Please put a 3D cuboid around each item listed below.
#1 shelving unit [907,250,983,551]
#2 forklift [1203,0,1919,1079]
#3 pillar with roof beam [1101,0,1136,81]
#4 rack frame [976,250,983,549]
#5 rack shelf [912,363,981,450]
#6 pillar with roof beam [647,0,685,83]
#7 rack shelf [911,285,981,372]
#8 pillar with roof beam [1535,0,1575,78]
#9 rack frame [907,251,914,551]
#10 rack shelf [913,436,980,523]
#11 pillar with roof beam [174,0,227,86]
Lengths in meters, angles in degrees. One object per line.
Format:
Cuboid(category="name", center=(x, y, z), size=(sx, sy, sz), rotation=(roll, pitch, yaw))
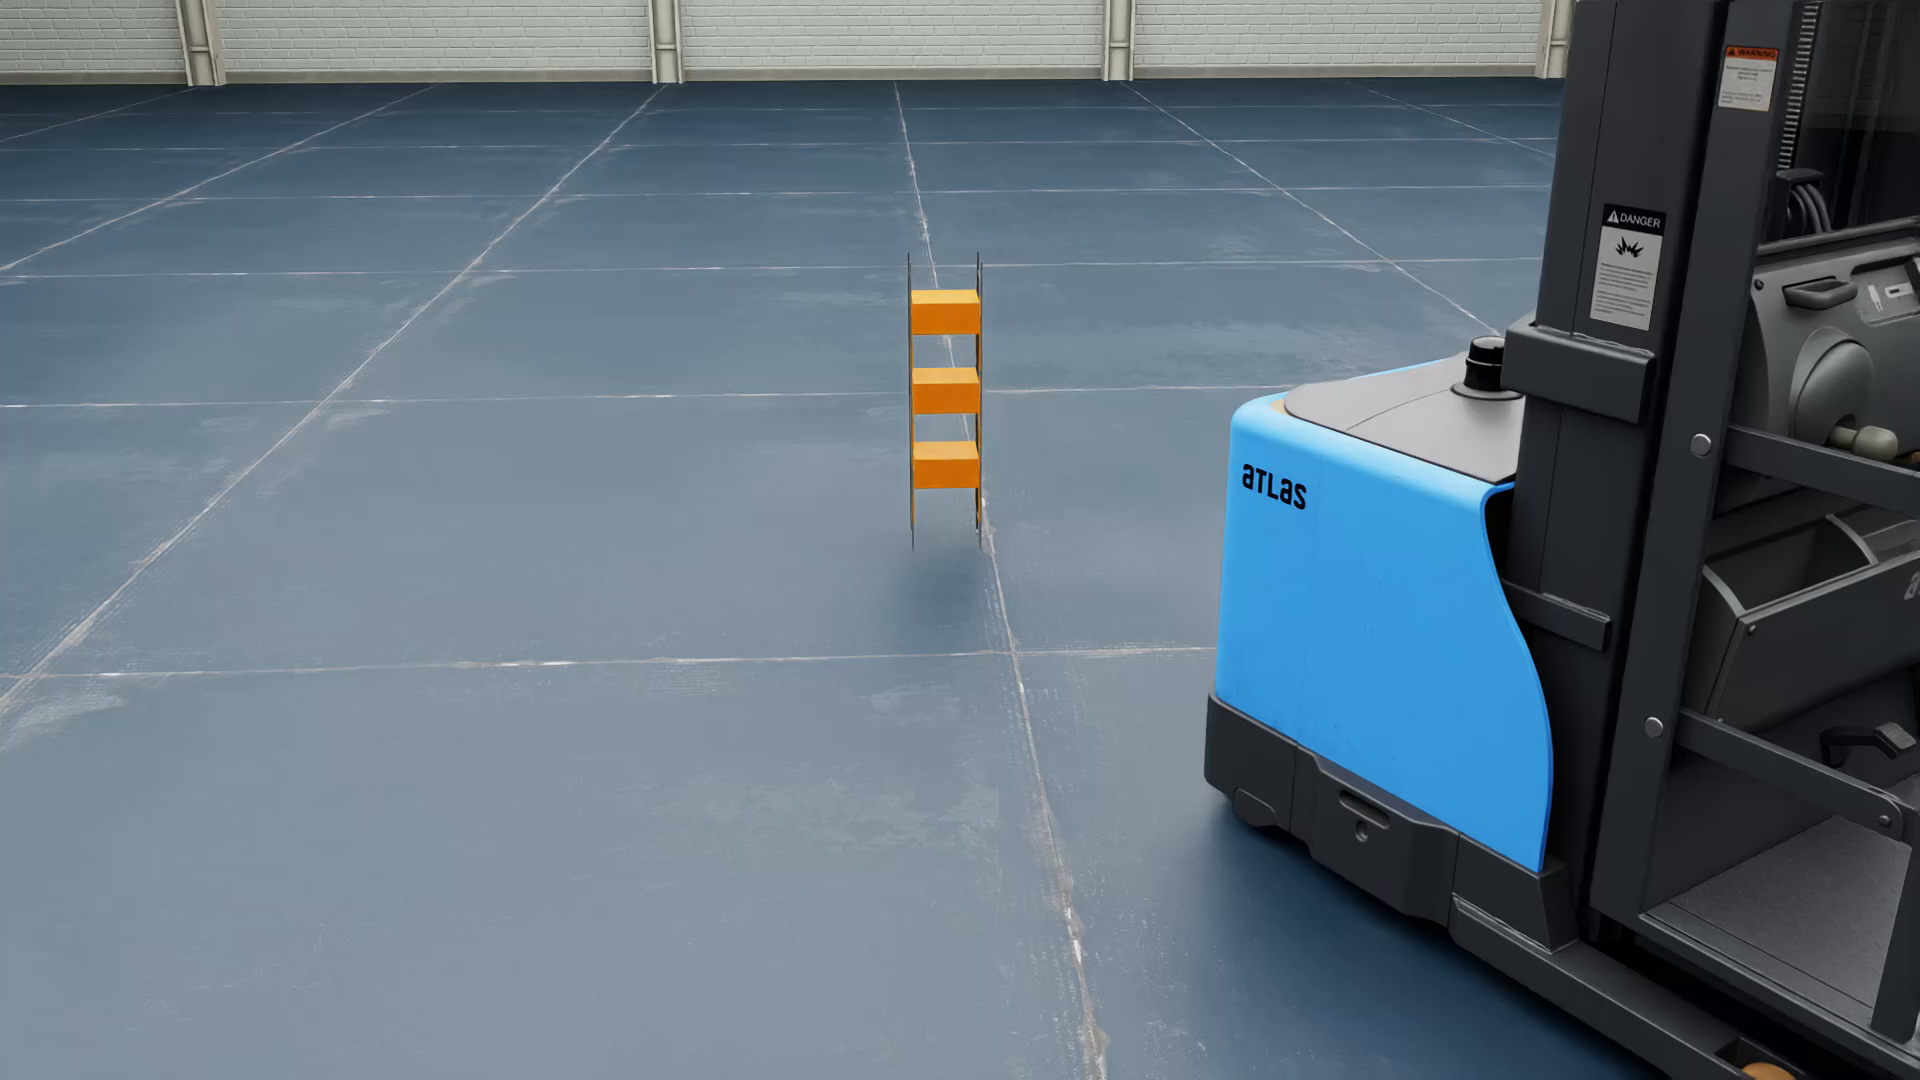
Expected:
Cuboid(category="shelving unit", center=(-0.053, -0.490, 5.931), size=(0.252, 1.050, 0.215), rotation=(-1, 21, -3))
Cuboid(category="forklift", center=(1.869, -0.357, 2.939), size=(1.130, 2.935, 3.031), rotation=(-13, 25, -31))
Cuboid(category="pillar with roof beam", center=(2.363, -8.891, 16.827), size=(0.400, 9.000, 9.100), rotation=(-1, 21, -3))
Cuboid(category="rack frame", center=(0.068, -0.492, 5.938), size=(0.008, 1.050, 0.200), rotation=(-1, 21, -3))
Cuboid(category="rack shelf", center=(-0.053, -0.480, 5.935), size=(0.240, 0.259, 0.215), rotation=(-1, 21, -3))
Cuboid(category="pillar with roof beam", center=(-3.627, -8.769, 16.507), size=(0.400, 9.000, 9.100), rotation=(-1, 21, -3))
Cuboid(category="rack shelf", center=(-0.053, -0.745, 5.834), size=(0.240, 0.259, 0.215), rotation=(-1, 21, -3))
Cuboid(category="pillar with roof beam", center=(8.353, -9.013, 17.148), size=(0.400, 9.000, 9.100), rotation=(-1, 21, -3))
Cuboid(category="rack frame", center=(-0.175, -0.487, 5.925), size=(0.008, 1.050, 0.200), rotation=(-1, 21, -3))
Cuboid(category="rack shelf", center=(-0.053, -0.220, 6.034), size=(0.240, 0.259, 0.215), rotation=(-1, 21, -3))
Cuboid(category="pillar with roof beam", center=(-9.618, -8.648, 16.187), size=(0.400, 9.000, 9.100), rotation=(-1, 21, -3))
